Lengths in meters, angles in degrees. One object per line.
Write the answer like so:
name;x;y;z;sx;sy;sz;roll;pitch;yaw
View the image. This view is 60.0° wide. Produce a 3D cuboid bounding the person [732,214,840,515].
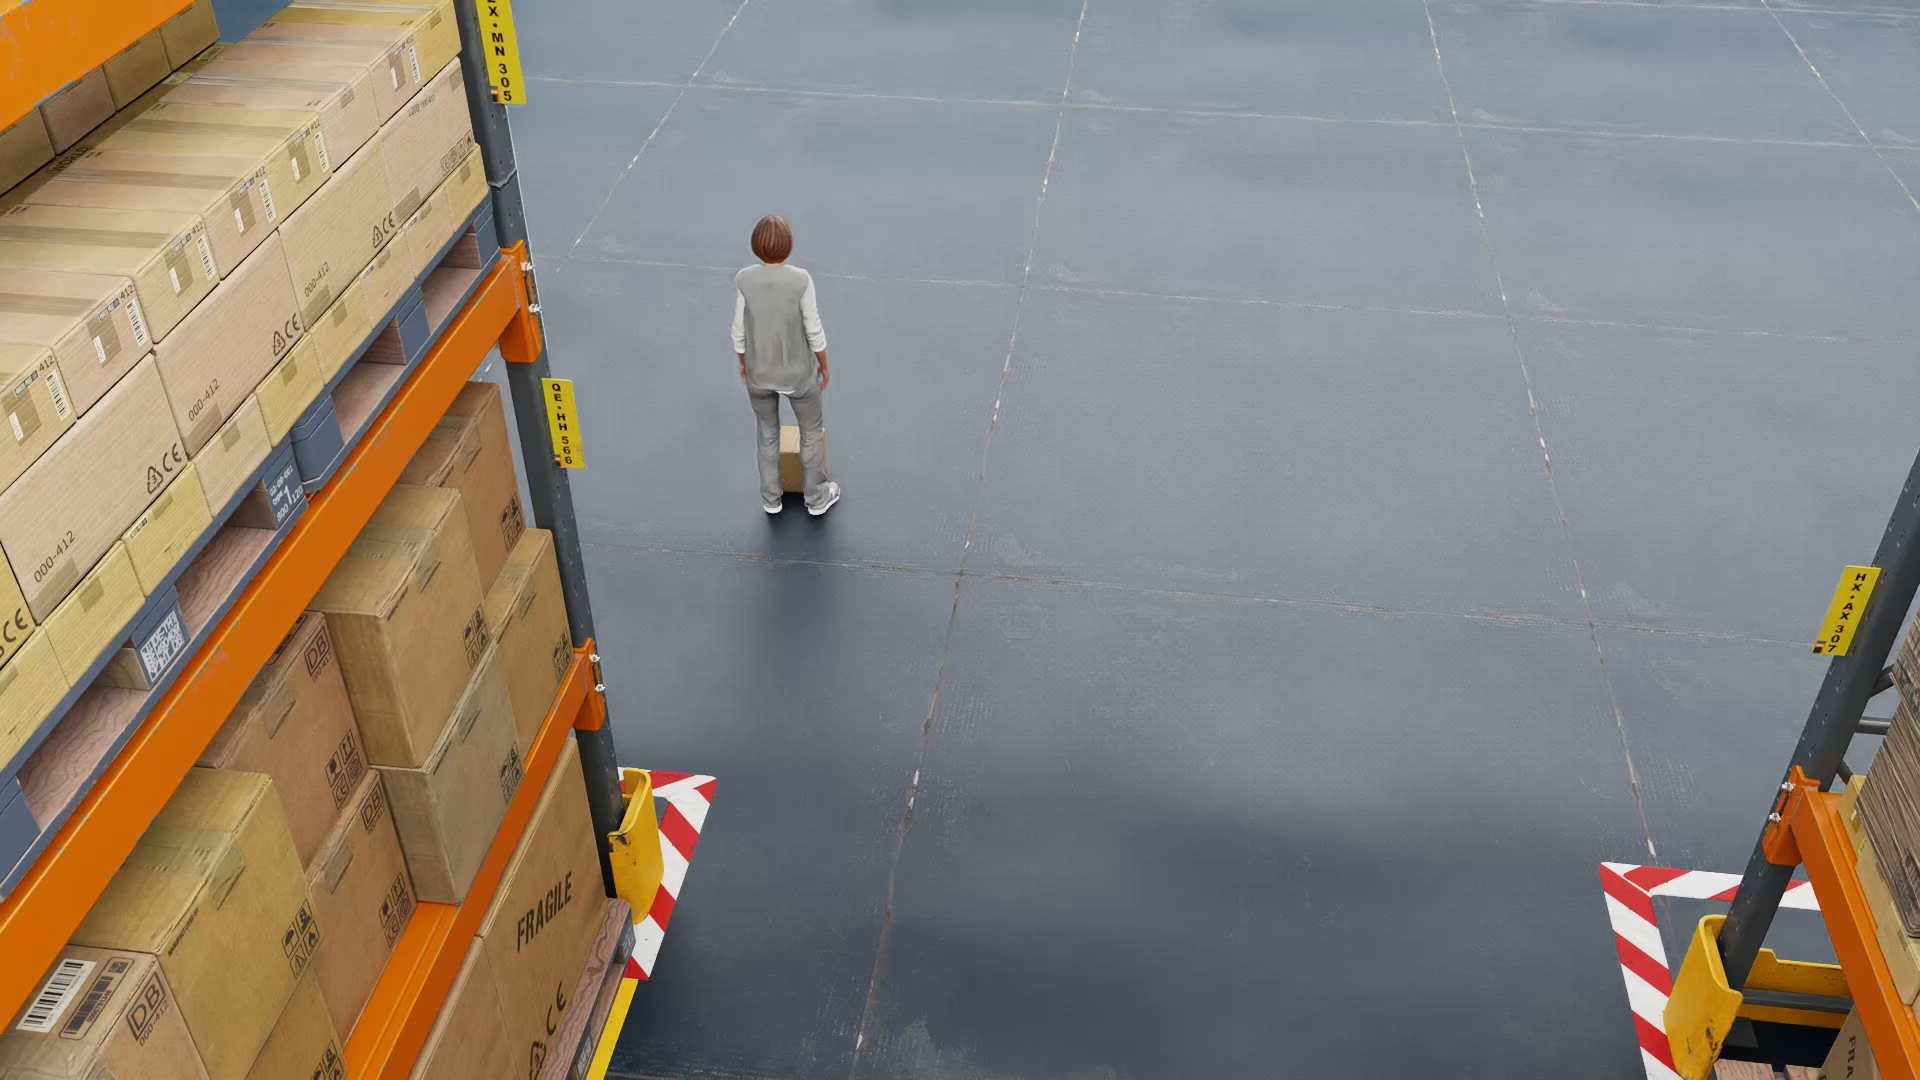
person;-0.869;-0.823;8.152;0.462;1.594;0.344;5;37;6
